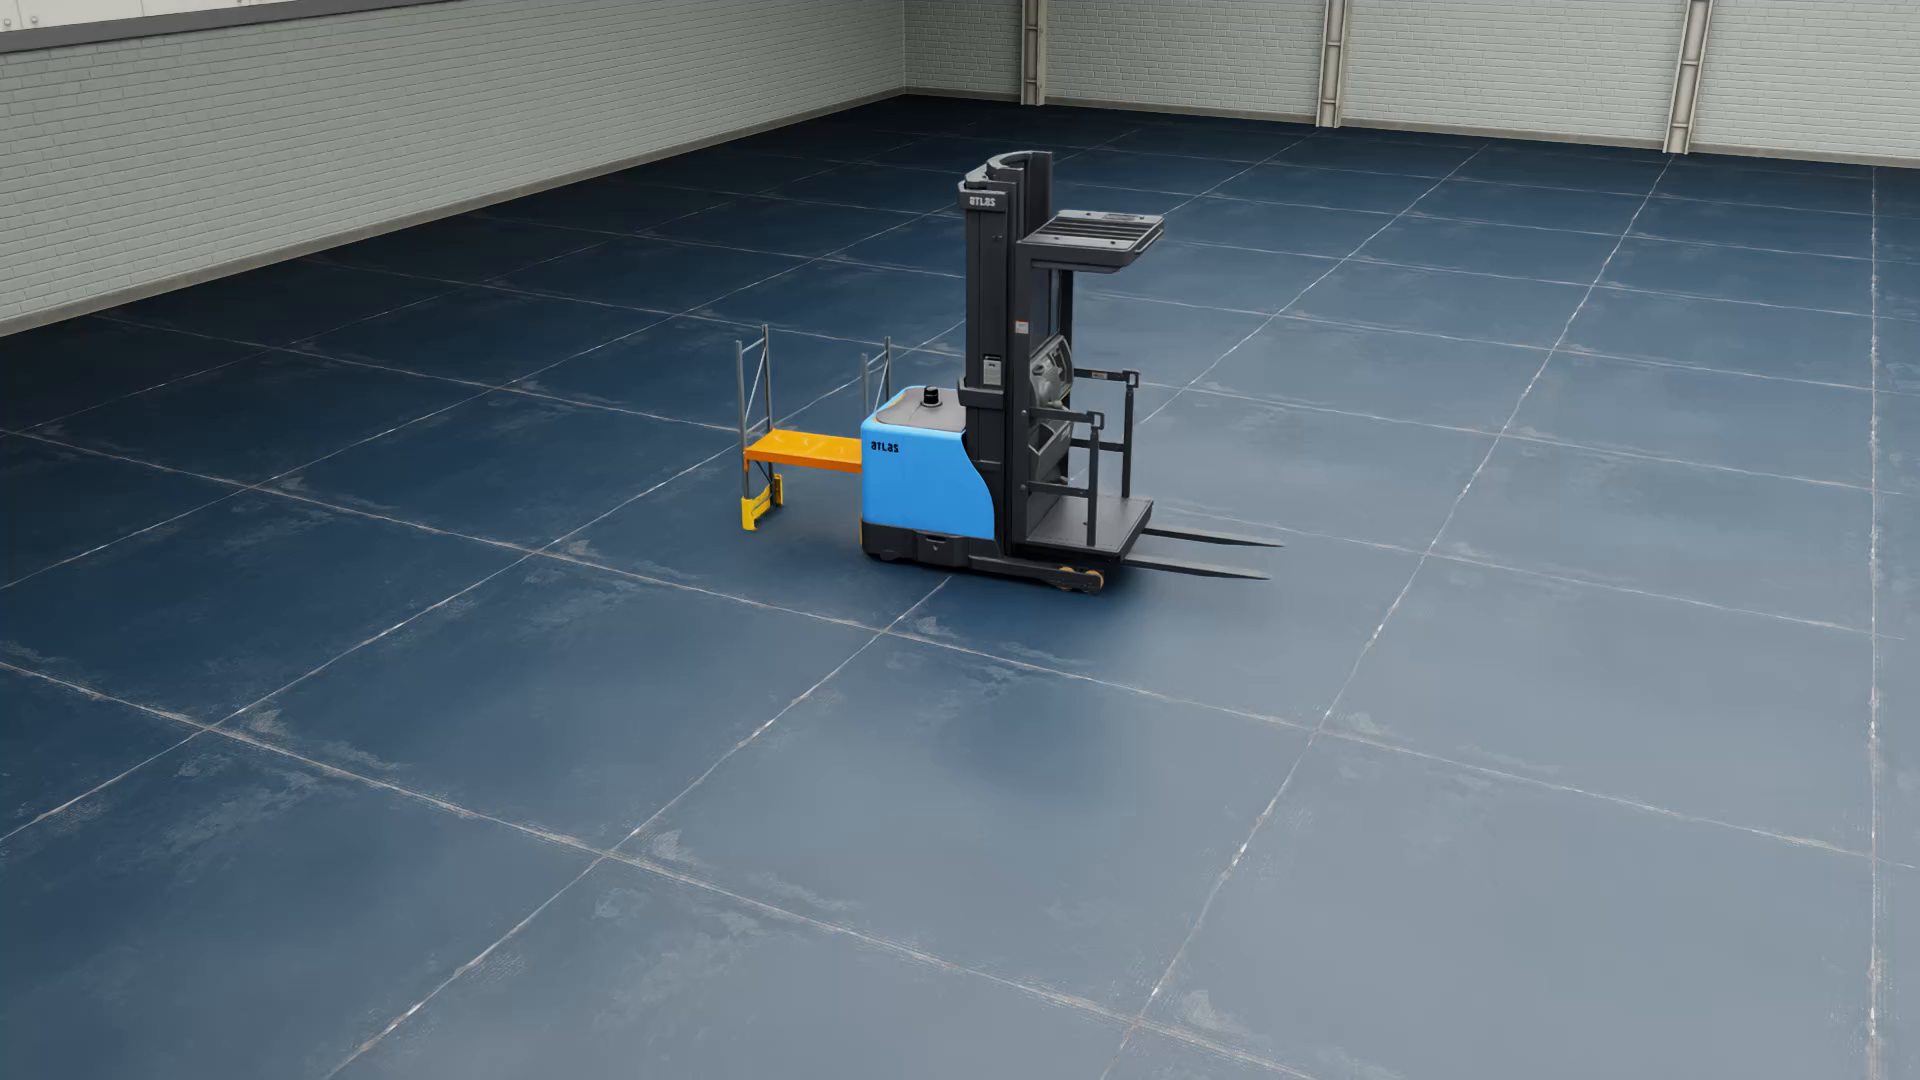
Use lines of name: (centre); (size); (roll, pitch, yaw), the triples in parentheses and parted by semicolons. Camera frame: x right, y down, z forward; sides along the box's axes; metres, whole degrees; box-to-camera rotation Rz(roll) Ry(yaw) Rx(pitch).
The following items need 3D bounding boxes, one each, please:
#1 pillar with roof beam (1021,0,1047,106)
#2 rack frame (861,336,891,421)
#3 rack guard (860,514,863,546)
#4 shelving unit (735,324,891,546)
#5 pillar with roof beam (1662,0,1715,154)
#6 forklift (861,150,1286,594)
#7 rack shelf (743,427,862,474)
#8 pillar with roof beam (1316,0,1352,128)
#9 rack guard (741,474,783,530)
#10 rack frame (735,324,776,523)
pillar with roof beam: (-0.488, -11.352, 27.944); (0.400, 9.000, 9.100); (11, 25, 25)
rack frame: (-0.622, -0.750, 12.597); (0.032, 1.500, 0.500); (8, 24, 18)
rack guard: (-0.623, -0.175, 12.842); (0.087, 0.250, 0.587); (8, 24, 18)
shelving unit: (-1.093, -0.815, 12.750); (1.083, 1.500, 0.587); (8, 24, 18)
pillar with roof beam: (10.221, -9.233, 22.961); (0.400, 9.000, 9.100); (11, 25, 25)
forklift: (0.839, -1.196, 11.818); (3.031, 2.935, 1.130); (8, 24, 18)
rack shelf: (-1.101, -0.650, 12.823); (1.000, 0.185, 0.538); (8, 24, 18)
pillar with roof beam: (4.867, -10.292, 25.453); (0.400, 9.000, 9.100); (11, 25, 25)
rack guard: (-1.562, -0.304, 13.146); (0.087, 0.250, 0.587); (8, 24, 18)
rack frame: (-1.581, -0.882, 12.908); (0.032, 1.500, 0.500); (8, 24, 18)
